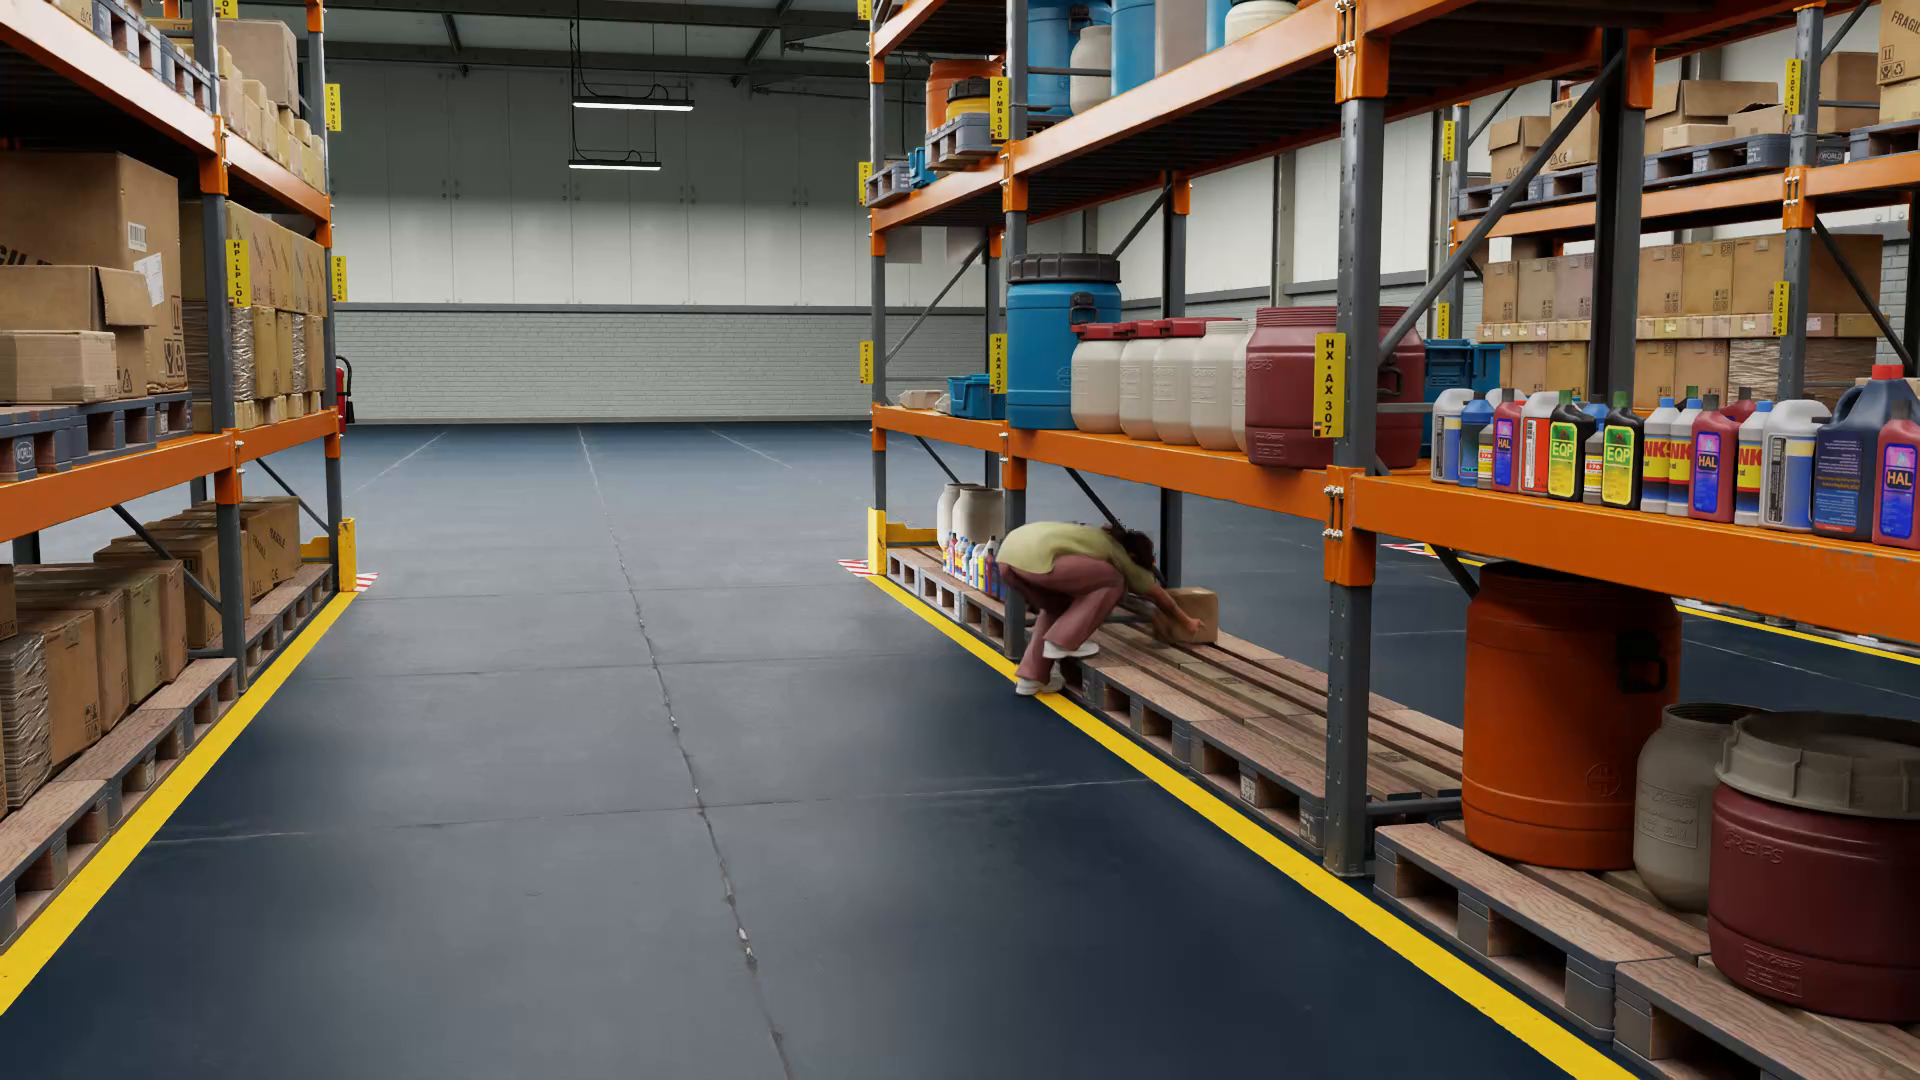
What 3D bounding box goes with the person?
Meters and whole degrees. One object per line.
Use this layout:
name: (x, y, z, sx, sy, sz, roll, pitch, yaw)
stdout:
person: (0.700, 0.326, 8.332, 1.132, 0.868, 0.488, -4, 7, -32)
